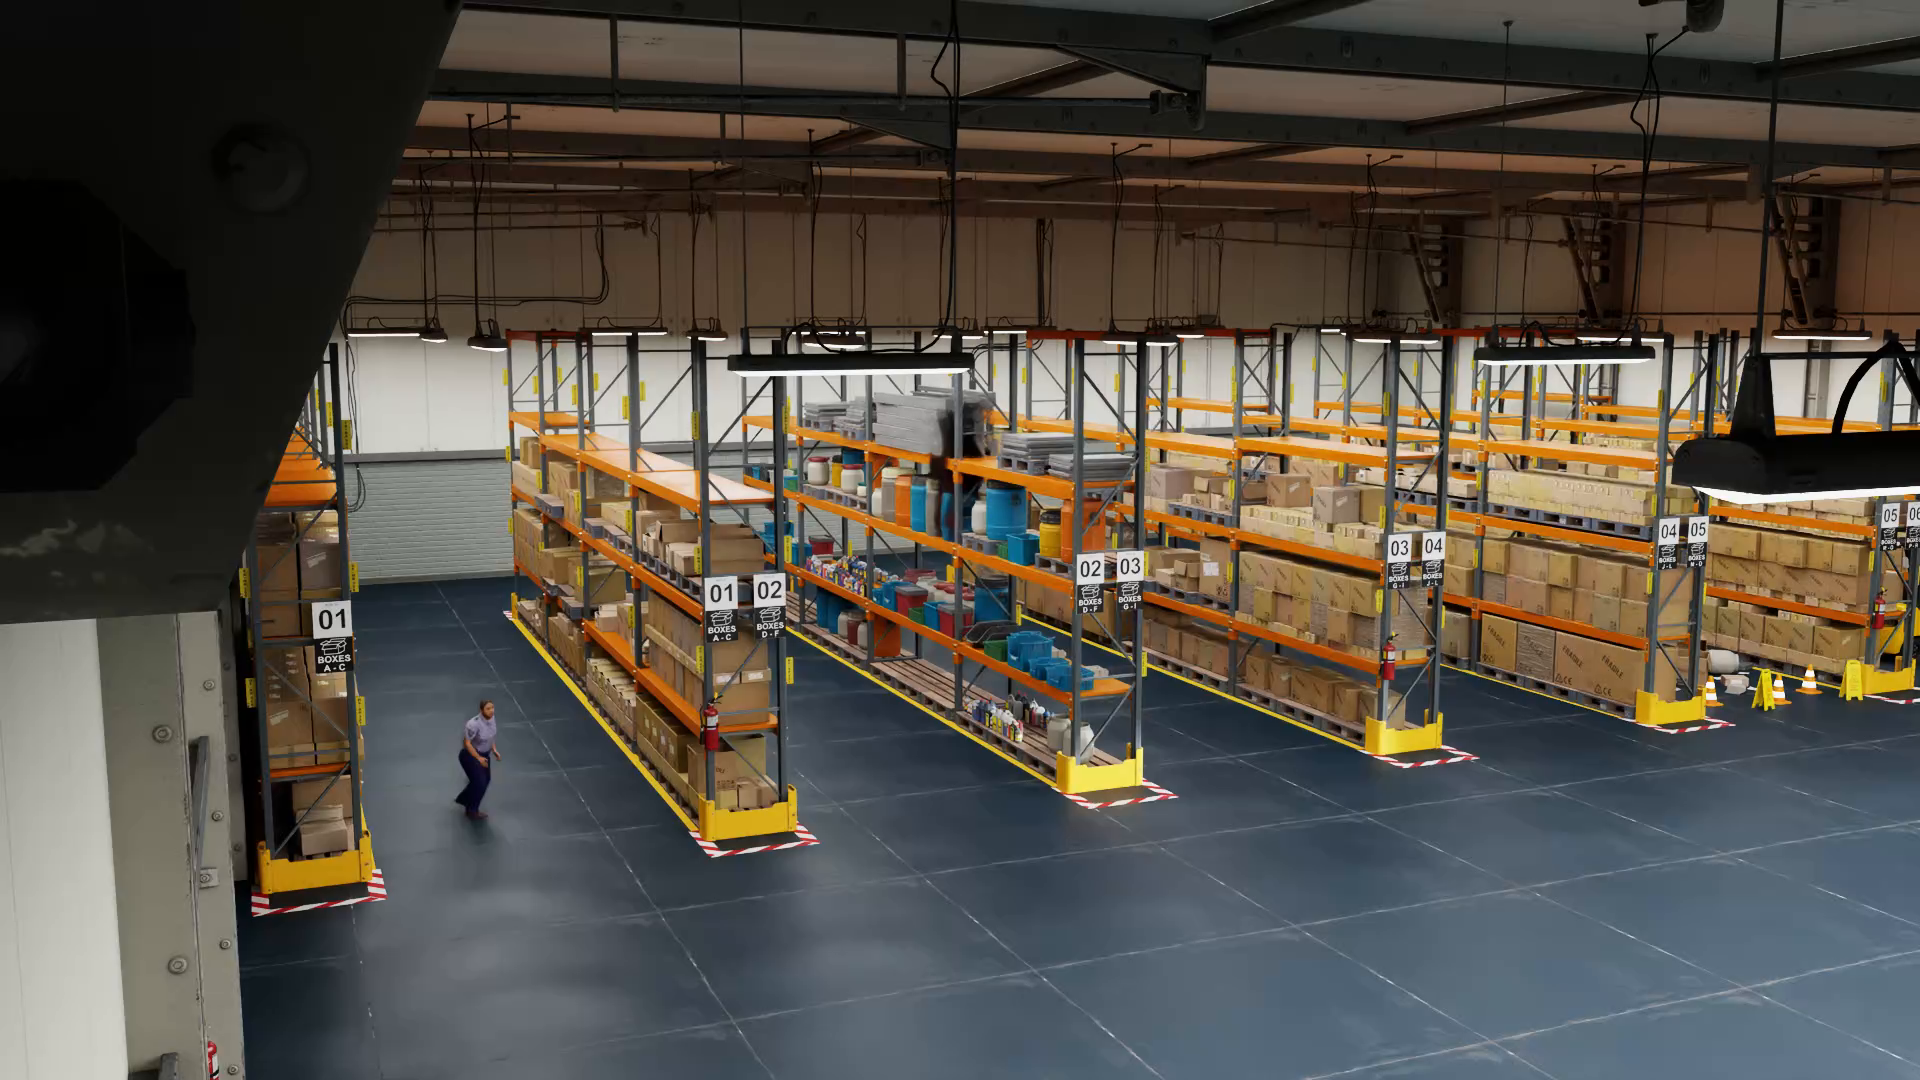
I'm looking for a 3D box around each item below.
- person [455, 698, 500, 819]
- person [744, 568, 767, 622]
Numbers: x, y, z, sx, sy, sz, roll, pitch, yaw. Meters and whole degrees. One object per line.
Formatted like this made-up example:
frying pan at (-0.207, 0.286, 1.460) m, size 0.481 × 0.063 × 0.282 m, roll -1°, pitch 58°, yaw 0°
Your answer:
person at (-6.108, 2.736, 20.905) m, size 0.706 × 1.585 × 0.607 m, roll 2°, pitch 8°, yaw 16°
person at (-4.010, 1.101, 32.085) m, size 0.680 × 1.752 × 0.682 m, roll -1°, pitch 8°, yaw -10°
